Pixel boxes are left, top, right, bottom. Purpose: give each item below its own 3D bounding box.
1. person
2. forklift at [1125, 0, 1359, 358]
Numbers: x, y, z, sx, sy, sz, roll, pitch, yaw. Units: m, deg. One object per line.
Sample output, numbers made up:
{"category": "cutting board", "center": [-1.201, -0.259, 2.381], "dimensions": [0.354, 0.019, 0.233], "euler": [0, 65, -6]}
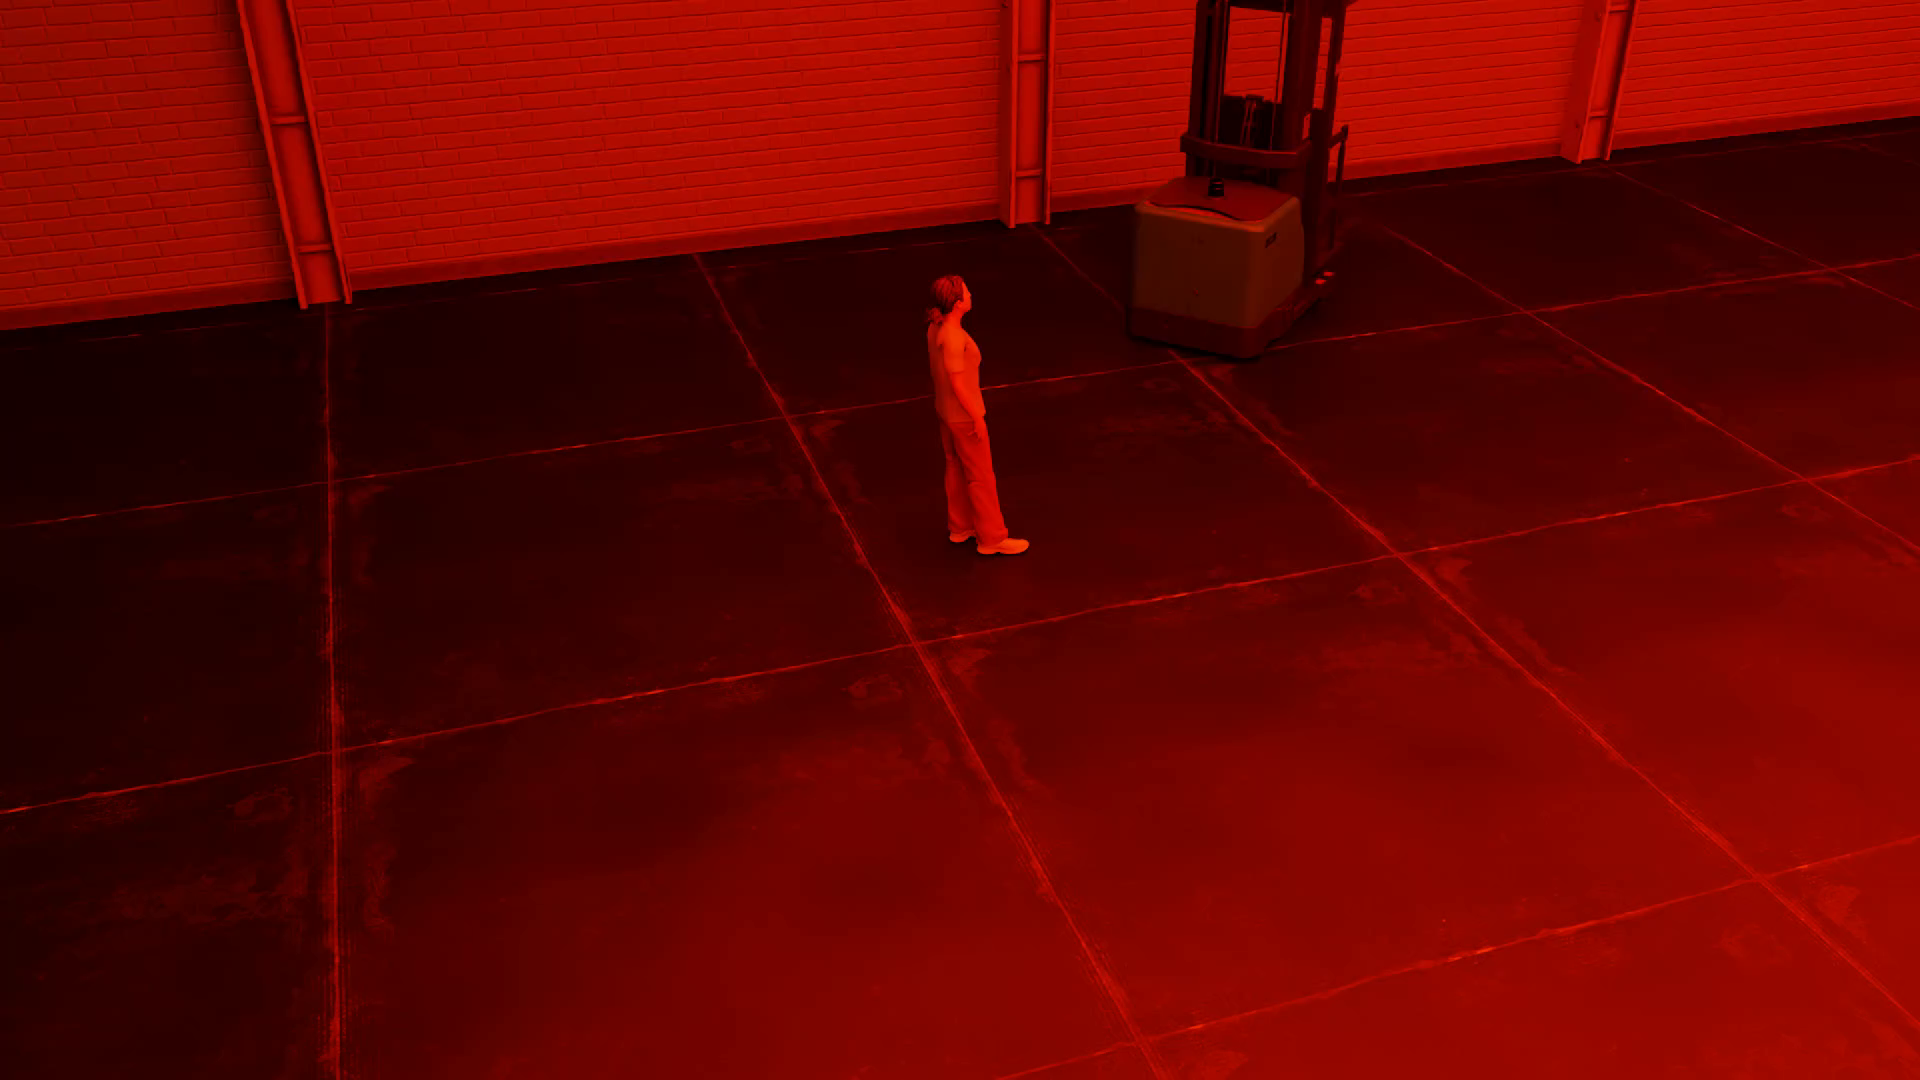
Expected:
{"category": "person", "center": [0.074, -0.739, 9.616], "dimensions": [0.548, 1.673, 0.554], "euler": [-10, 31, -16]}
{"category": "forklift", "center": [2.422, -3.307, 12.835], "dimensions": [1.130, 2.935, 3.031], "euler": [16, 34, 25]}
